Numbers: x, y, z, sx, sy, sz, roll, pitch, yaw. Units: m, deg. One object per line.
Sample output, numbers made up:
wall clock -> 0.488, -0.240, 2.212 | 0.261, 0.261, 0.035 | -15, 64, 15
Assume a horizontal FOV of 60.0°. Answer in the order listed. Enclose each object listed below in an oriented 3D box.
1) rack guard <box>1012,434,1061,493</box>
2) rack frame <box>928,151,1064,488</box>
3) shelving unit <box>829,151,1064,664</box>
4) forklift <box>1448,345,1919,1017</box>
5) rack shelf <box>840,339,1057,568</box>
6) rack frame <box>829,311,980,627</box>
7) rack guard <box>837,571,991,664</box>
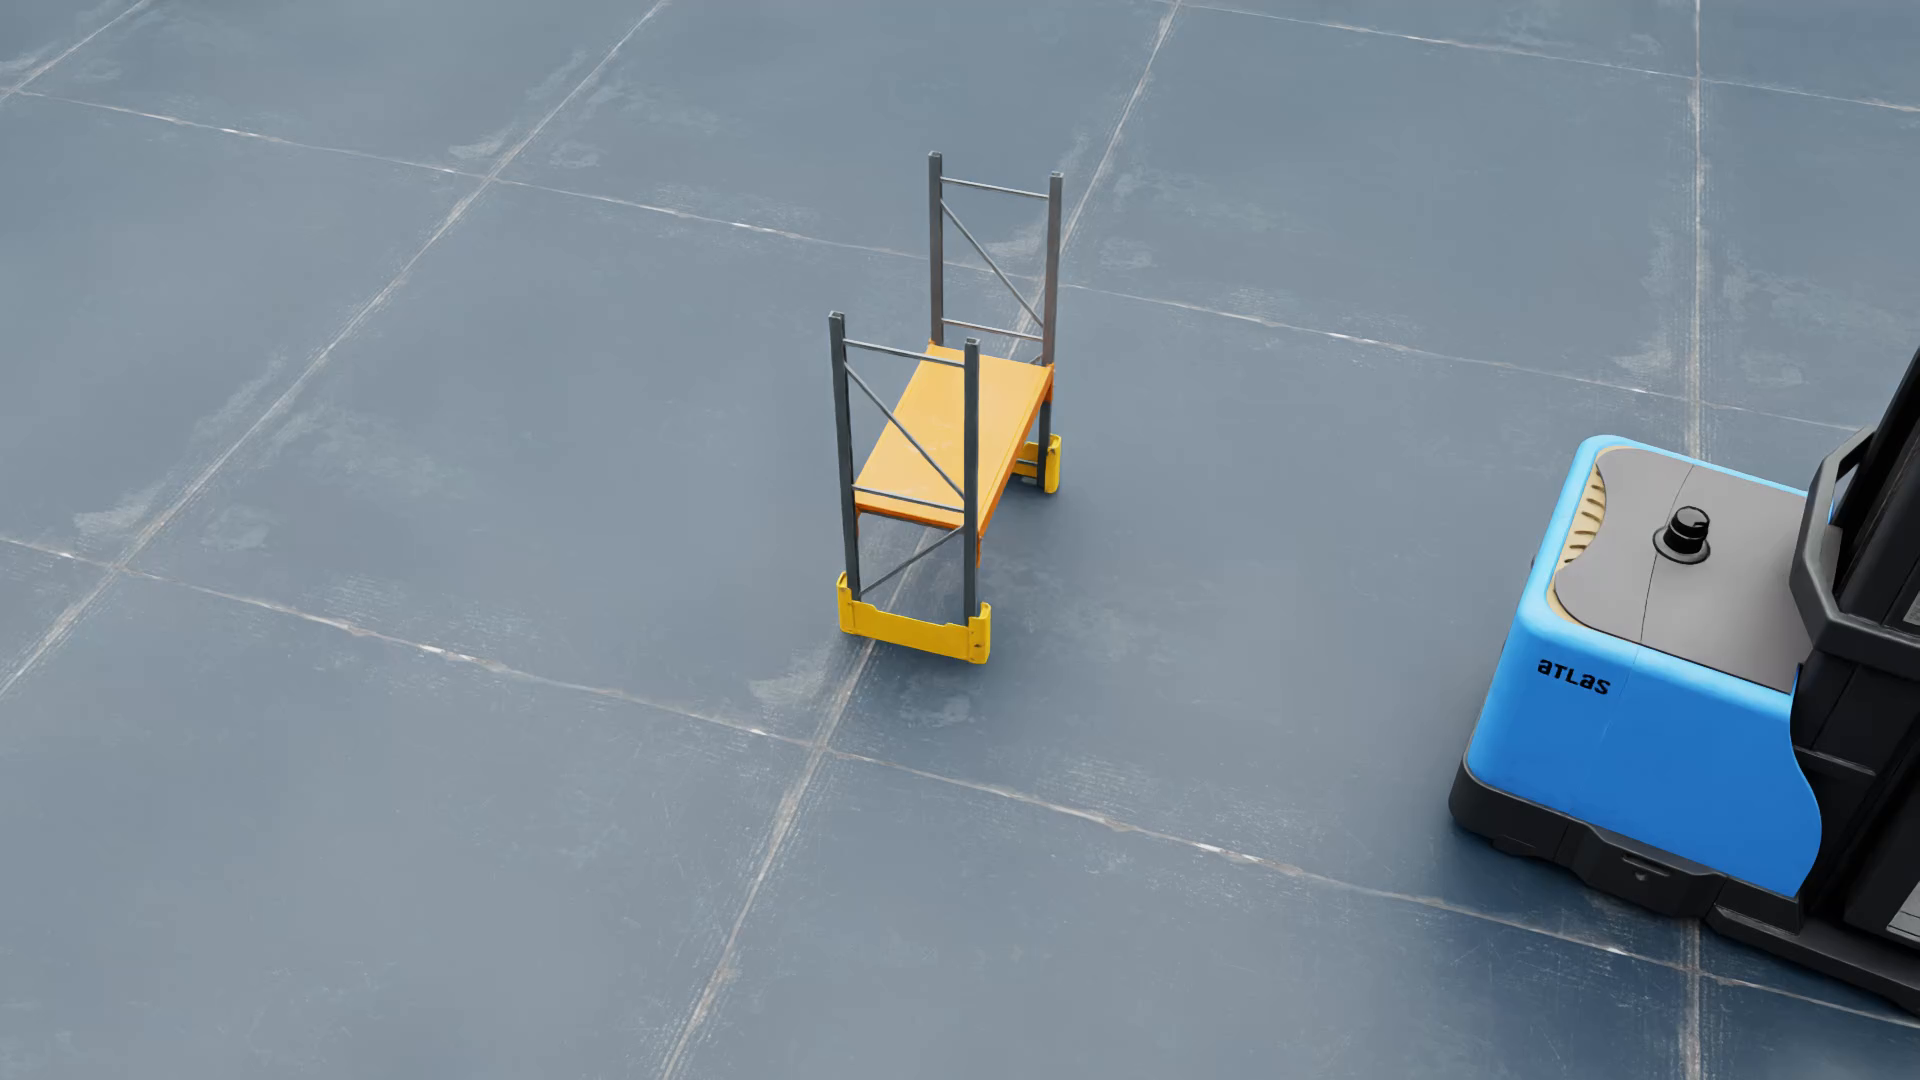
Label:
rack guard -> 0.128, -0.370, 6.950 | 0.587, 0.250, 0.087 | 13, 46, 13
rack frame -> 0.128, -0.818, 6.514 | 0.500, 1.500, 0.032 | 13, 46, 13
shelving unit -> -0.023, -0.485, 6.174 | 0.587, 1.500, 1.083 | 13, 46, 13
forklift -> 3.227, 0.116, 4.536 | 3.031, 2.935, 1.130 | 20, 48, 19
rack shelf -> -0.026, -0.351, 6.293 | 0.538, 0.185, 1.000 | 13, 46, 13
rack frame -> -0.180, -0.140, 5.821 | 0.500, 1.500, 0.032 | 13, 46, 13
rack guard -> -0.174, 0.293, 6.271 | 0.587, 0.250, 0.087 | 13, 46, 13
